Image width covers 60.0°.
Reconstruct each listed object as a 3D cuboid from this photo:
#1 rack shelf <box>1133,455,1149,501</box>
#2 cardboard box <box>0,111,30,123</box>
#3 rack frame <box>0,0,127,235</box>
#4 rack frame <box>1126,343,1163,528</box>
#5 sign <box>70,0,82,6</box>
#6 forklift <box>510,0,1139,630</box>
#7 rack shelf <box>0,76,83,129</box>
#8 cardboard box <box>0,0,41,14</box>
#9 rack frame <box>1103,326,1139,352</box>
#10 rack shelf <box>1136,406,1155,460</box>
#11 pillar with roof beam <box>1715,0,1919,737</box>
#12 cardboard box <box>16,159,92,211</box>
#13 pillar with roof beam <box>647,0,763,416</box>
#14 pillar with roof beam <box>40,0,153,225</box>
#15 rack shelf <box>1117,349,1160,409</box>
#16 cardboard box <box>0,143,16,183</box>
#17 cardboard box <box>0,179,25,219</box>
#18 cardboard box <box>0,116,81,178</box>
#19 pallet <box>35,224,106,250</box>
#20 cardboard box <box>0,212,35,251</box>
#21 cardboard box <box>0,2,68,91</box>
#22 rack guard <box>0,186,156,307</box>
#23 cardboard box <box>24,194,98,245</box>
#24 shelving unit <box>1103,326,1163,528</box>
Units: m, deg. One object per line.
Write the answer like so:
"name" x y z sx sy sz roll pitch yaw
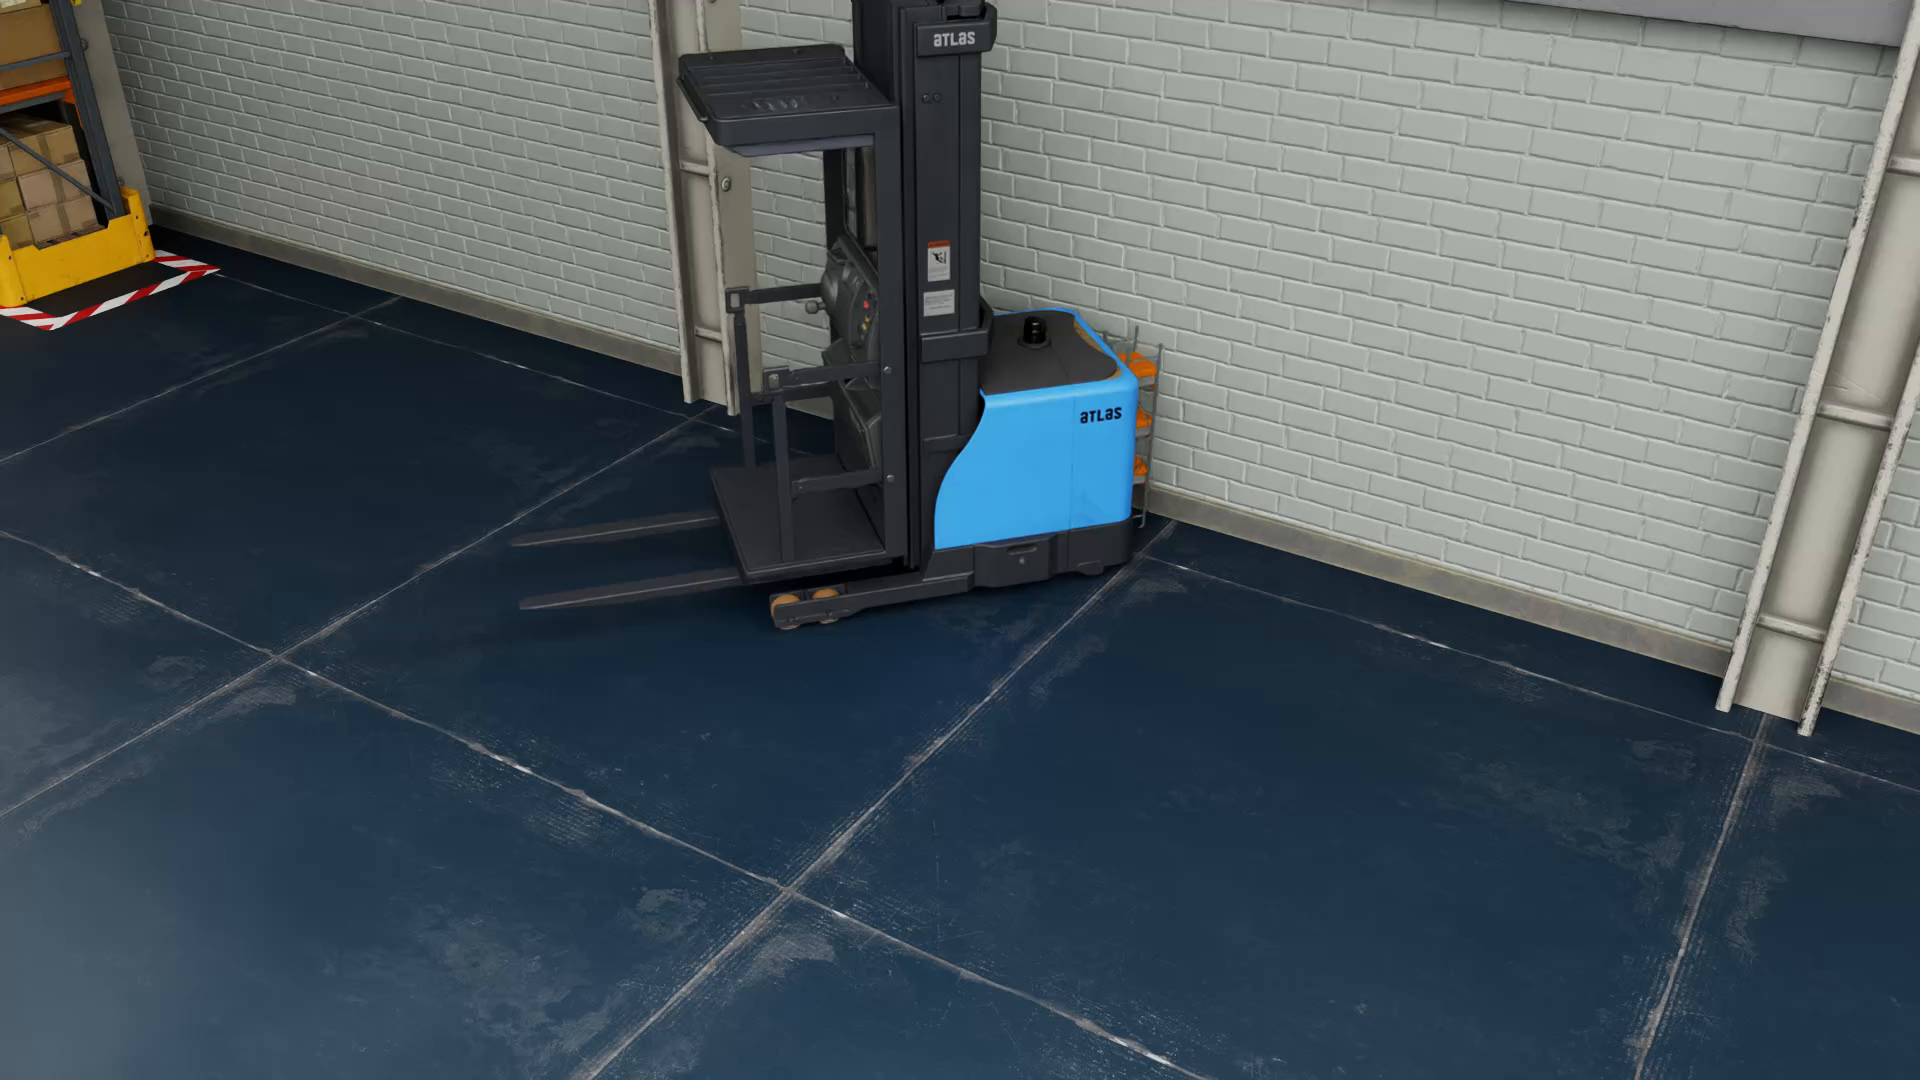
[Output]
"rack shelf" 0.849 -0.316 8.813 0.215 0.259 0.240 -11 31 -22
"cardboard box" -7.151 -2.964 12.173 0.500 0.250 0.500 18 35 27
"rack frame" -6.419 -3.196 11.252 0.127 3.000 1.000 18 35 27
"rack frame" 0.908 -0.514 8.577 0.200 1.050 0.008 -11 31 -22
"sign" -6.119 -3.839 11.417 0.005 0.325 0.100 18 35 27
"forklift" -0.701 -1.132 7.781 3.031 2.935 1.130 -9 31 -14
"rack shelf" -8.113 -3.421 12.351 4.000 0.370 1.077 18 35 27
"cardboard box" -6.568 -3.721 11.409 0.250 0.149 0.380 17 34 26
"rack frame" 0.809 -0.624 8.771 0.200 1.050 0.008 -11 31 -22
"rack shelf" 0.858 -0.560 8.679 0.215 0.259 0.240 -11 31 -22
"pillar with roof beam" 1.346 -1.306 2.059 0.400 9.000 9.100 18 35 27
"cardboard box" -6.707 -2.620 12.081 0.500 0.250 0.500 18 35 28
"pillar with roof beam" -3.736 -2.914 4.814 0.400 9.000 9.100 18 35 27
"pillar with roof beam" -8.818 -4.521 7.570 0.400 9.000 9.100 18 35 27
"rack shelf" 0.868 -0.808 8.543 0.215 0.259 0.240 -11 31 -22
"cardboard box" -6.975 -2.612 11.570 0.500 0.250 0.500 19 35 29
"cardboard box" -6.997 -2.403 11.708 0.500 0.250 0.500 17 34 27
"cardboard box" -6.725 -2.831 11.946 0.500 0.250 0.500 17 34 27
"pallet" -7.089 -2.179 12.275 1.213 0.211 1.003 18 35 27
"cardboard box" -6.985 -2.181 11.823 0.500 0.250 0.500 18 35 28
"cardboard box" -6.691 -3.491 11.657 0.500 0.500 0.500 19 35 29
"rack guard" -6.399 -2.110 11.871 0.348 0.500 1.175 18 35 27
"cardboard box" -6.731 -2.405 12.207 0.500 0.250 0.500 18 35 28
"shelving unit" 0.859 -0.569 8.674 0.215 1.050 0.252 -11 31 -22
